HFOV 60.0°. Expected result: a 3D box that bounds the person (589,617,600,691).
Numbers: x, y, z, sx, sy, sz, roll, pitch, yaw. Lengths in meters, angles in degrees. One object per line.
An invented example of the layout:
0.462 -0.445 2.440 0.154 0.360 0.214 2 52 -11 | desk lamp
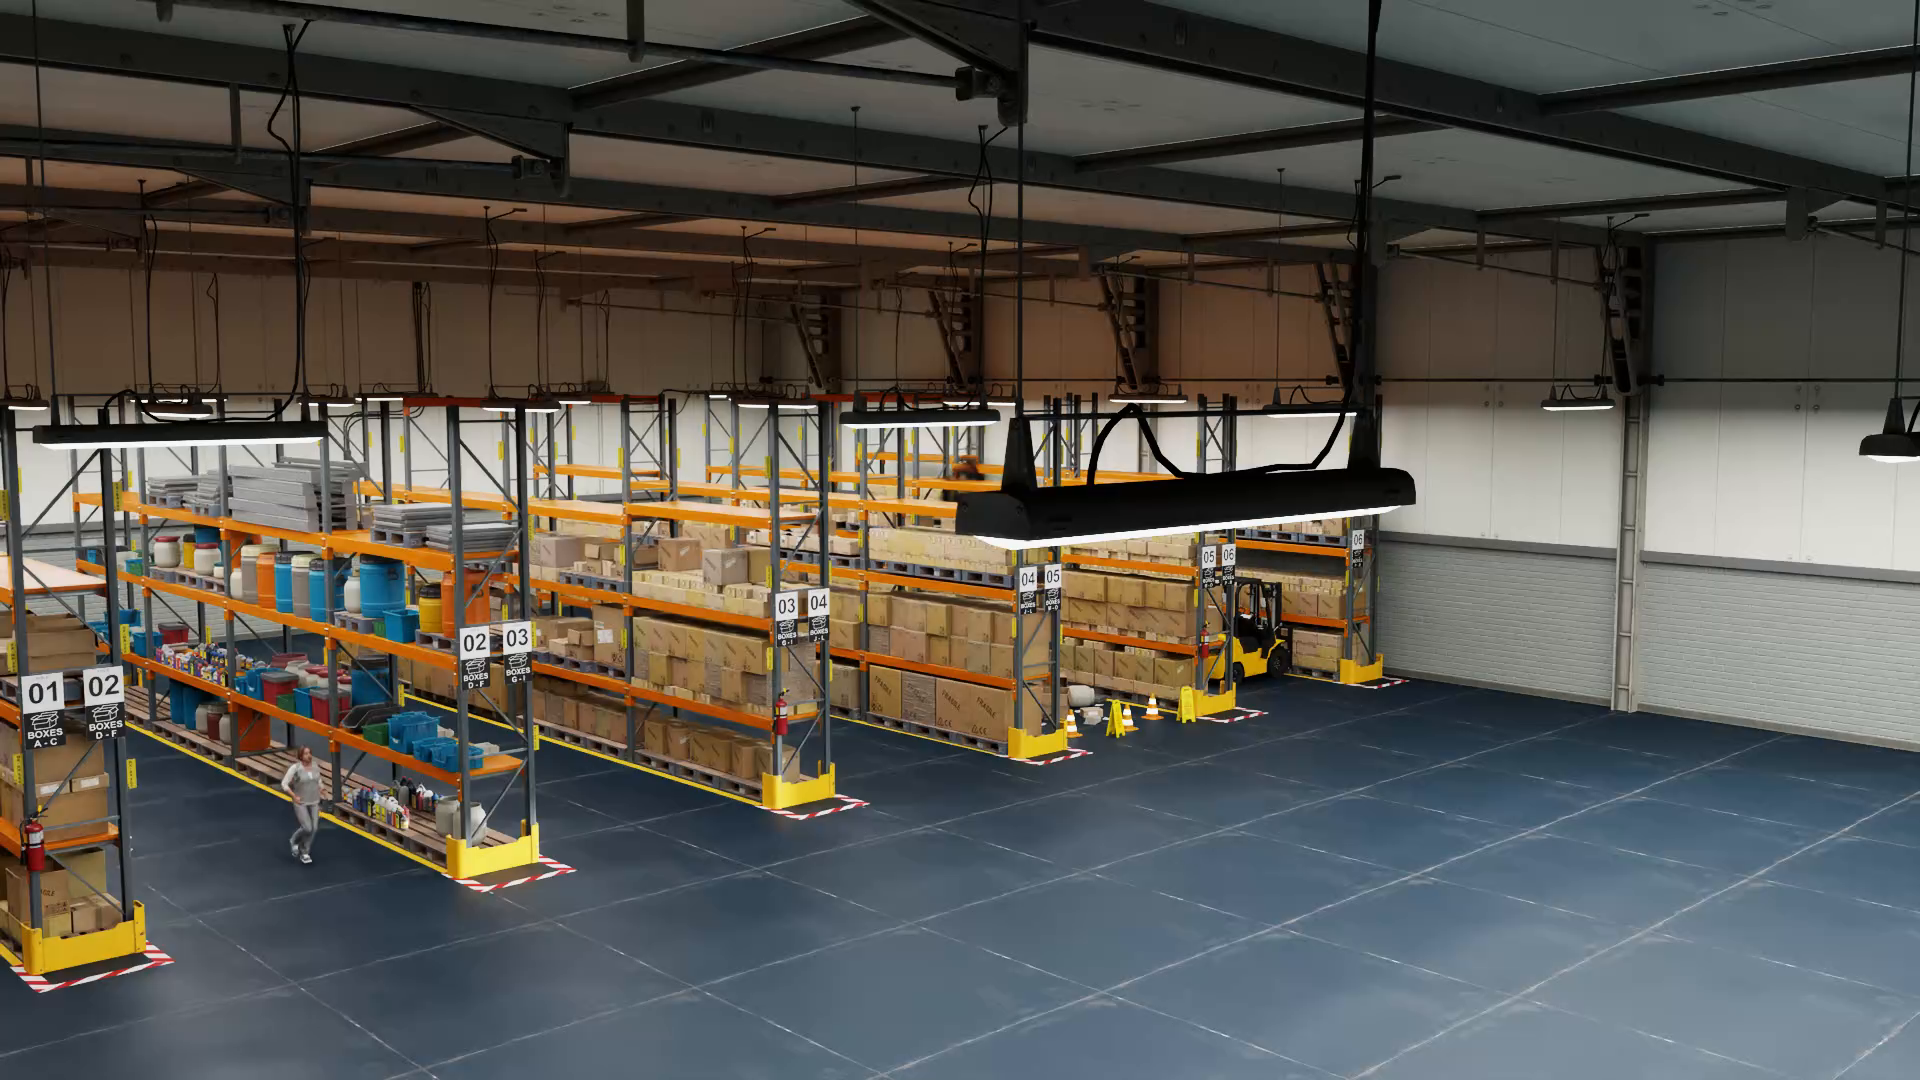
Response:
-7.366 2.206 33.954 0.726 1.738 0.630 3 7 32 | person

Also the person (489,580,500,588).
-11.331 1.650 39.611 0.792 1.760 0.637 4 7 34 | person

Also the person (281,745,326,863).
-8.541 3.454 21.740 0.526 1.554 0.518 4 7 39 | person
